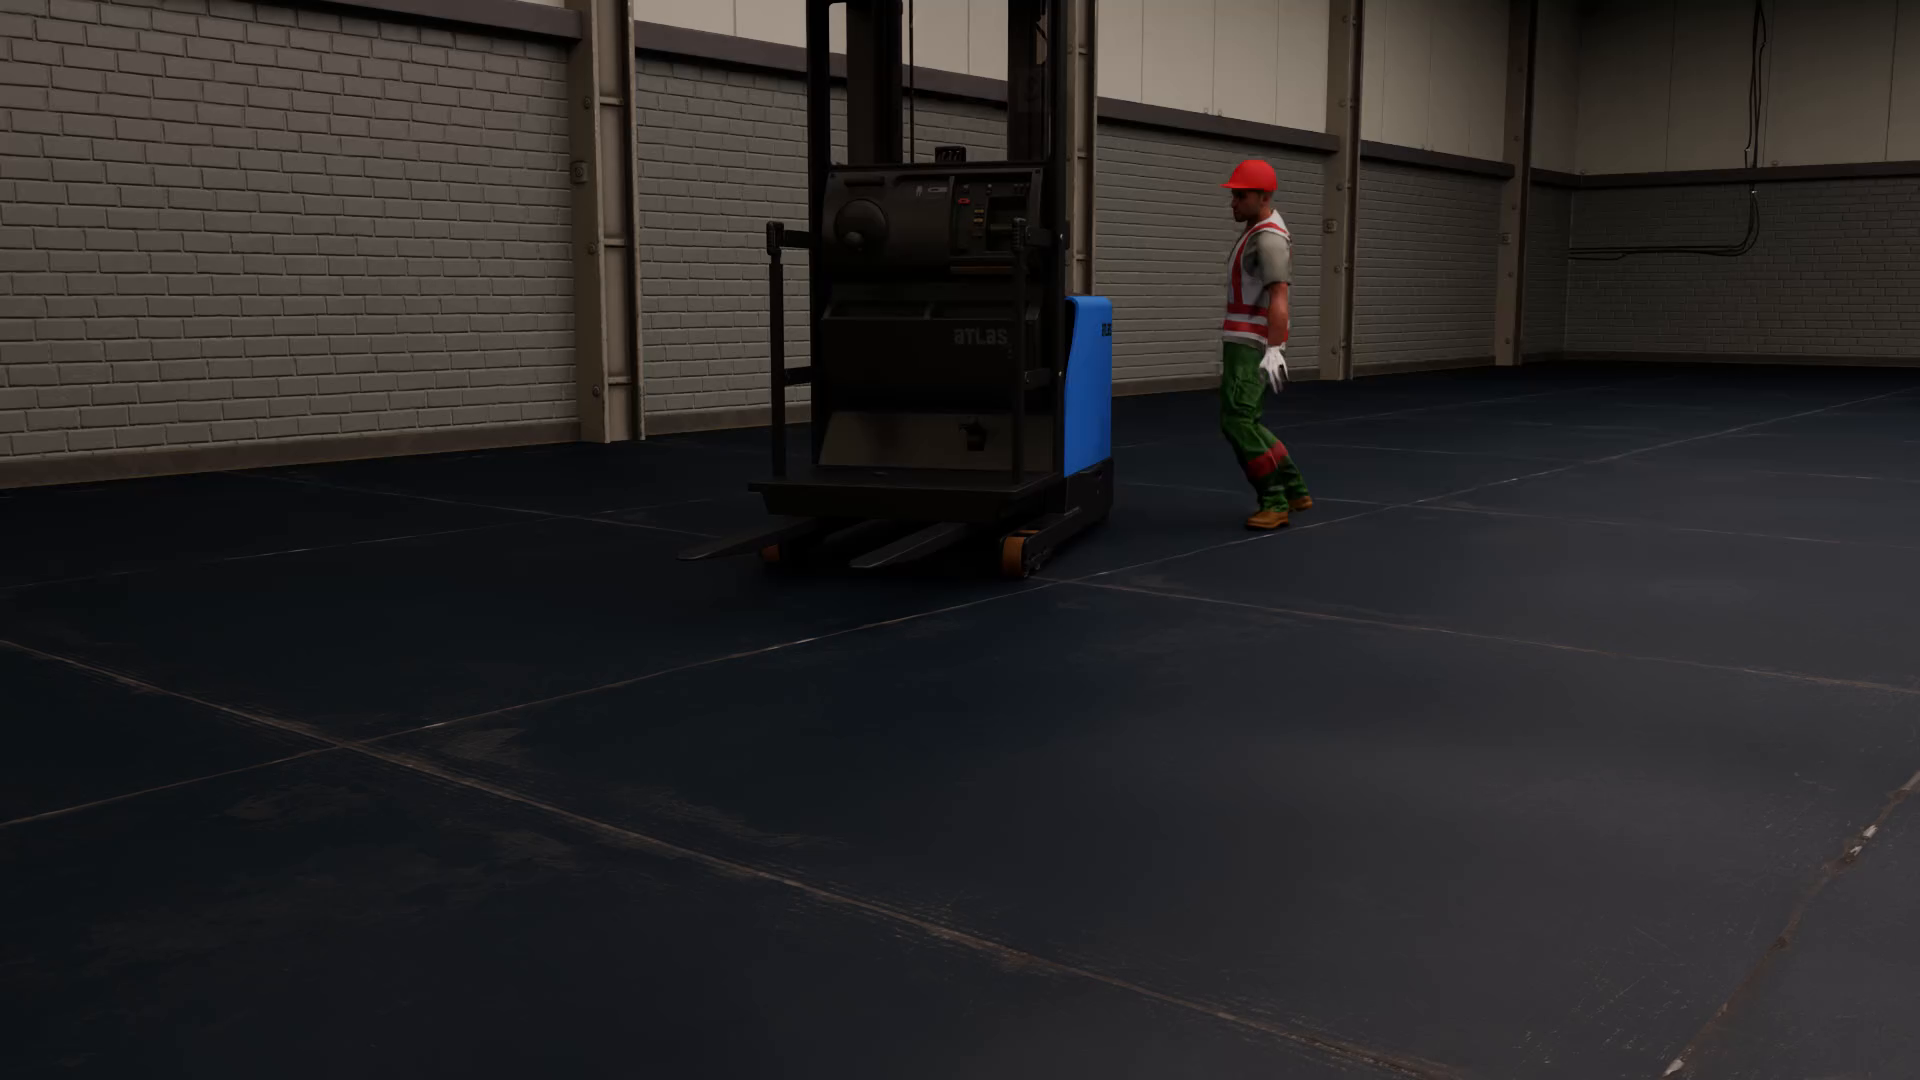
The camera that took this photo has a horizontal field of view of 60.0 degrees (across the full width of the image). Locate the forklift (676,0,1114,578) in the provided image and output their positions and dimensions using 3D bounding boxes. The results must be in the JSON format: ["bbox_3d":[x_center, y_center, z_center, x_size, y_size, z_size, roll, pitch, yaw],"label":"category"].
[{"bbox_3d":[-0.176,-1.366,6.616,1.130,2.935,3.031,3,9,17],"label":"forklift"}]

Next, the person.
[{"bbox_3d":[1.491,-0.932,8.001,0.496,1.750,0.894,1,8,9],"label":"person"}]
